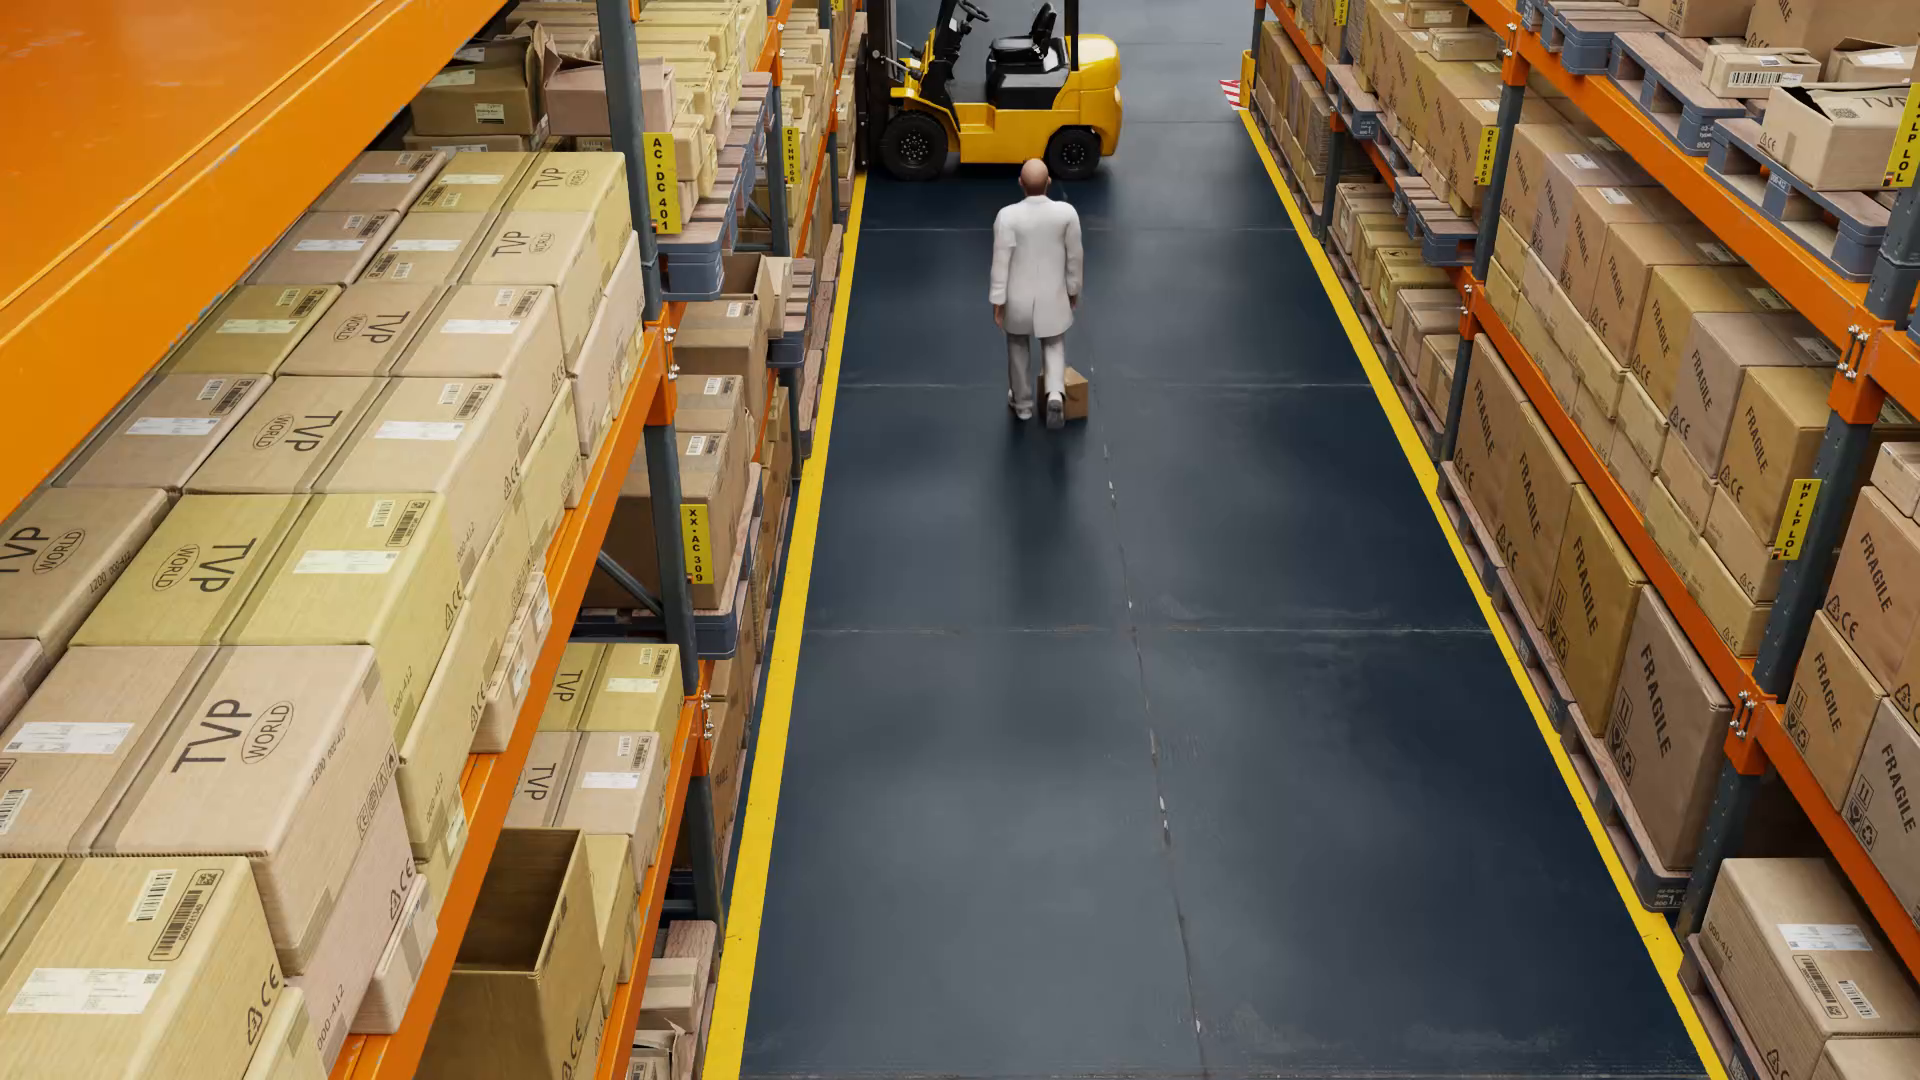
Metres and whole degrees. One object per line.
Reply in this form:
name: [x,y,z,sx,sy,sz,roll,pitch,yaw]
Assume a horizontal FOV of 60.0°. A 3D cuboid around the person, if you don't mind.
person: [0.480,-1.523,10.445,0.602,1.751,0.803,-3,31,-5]
